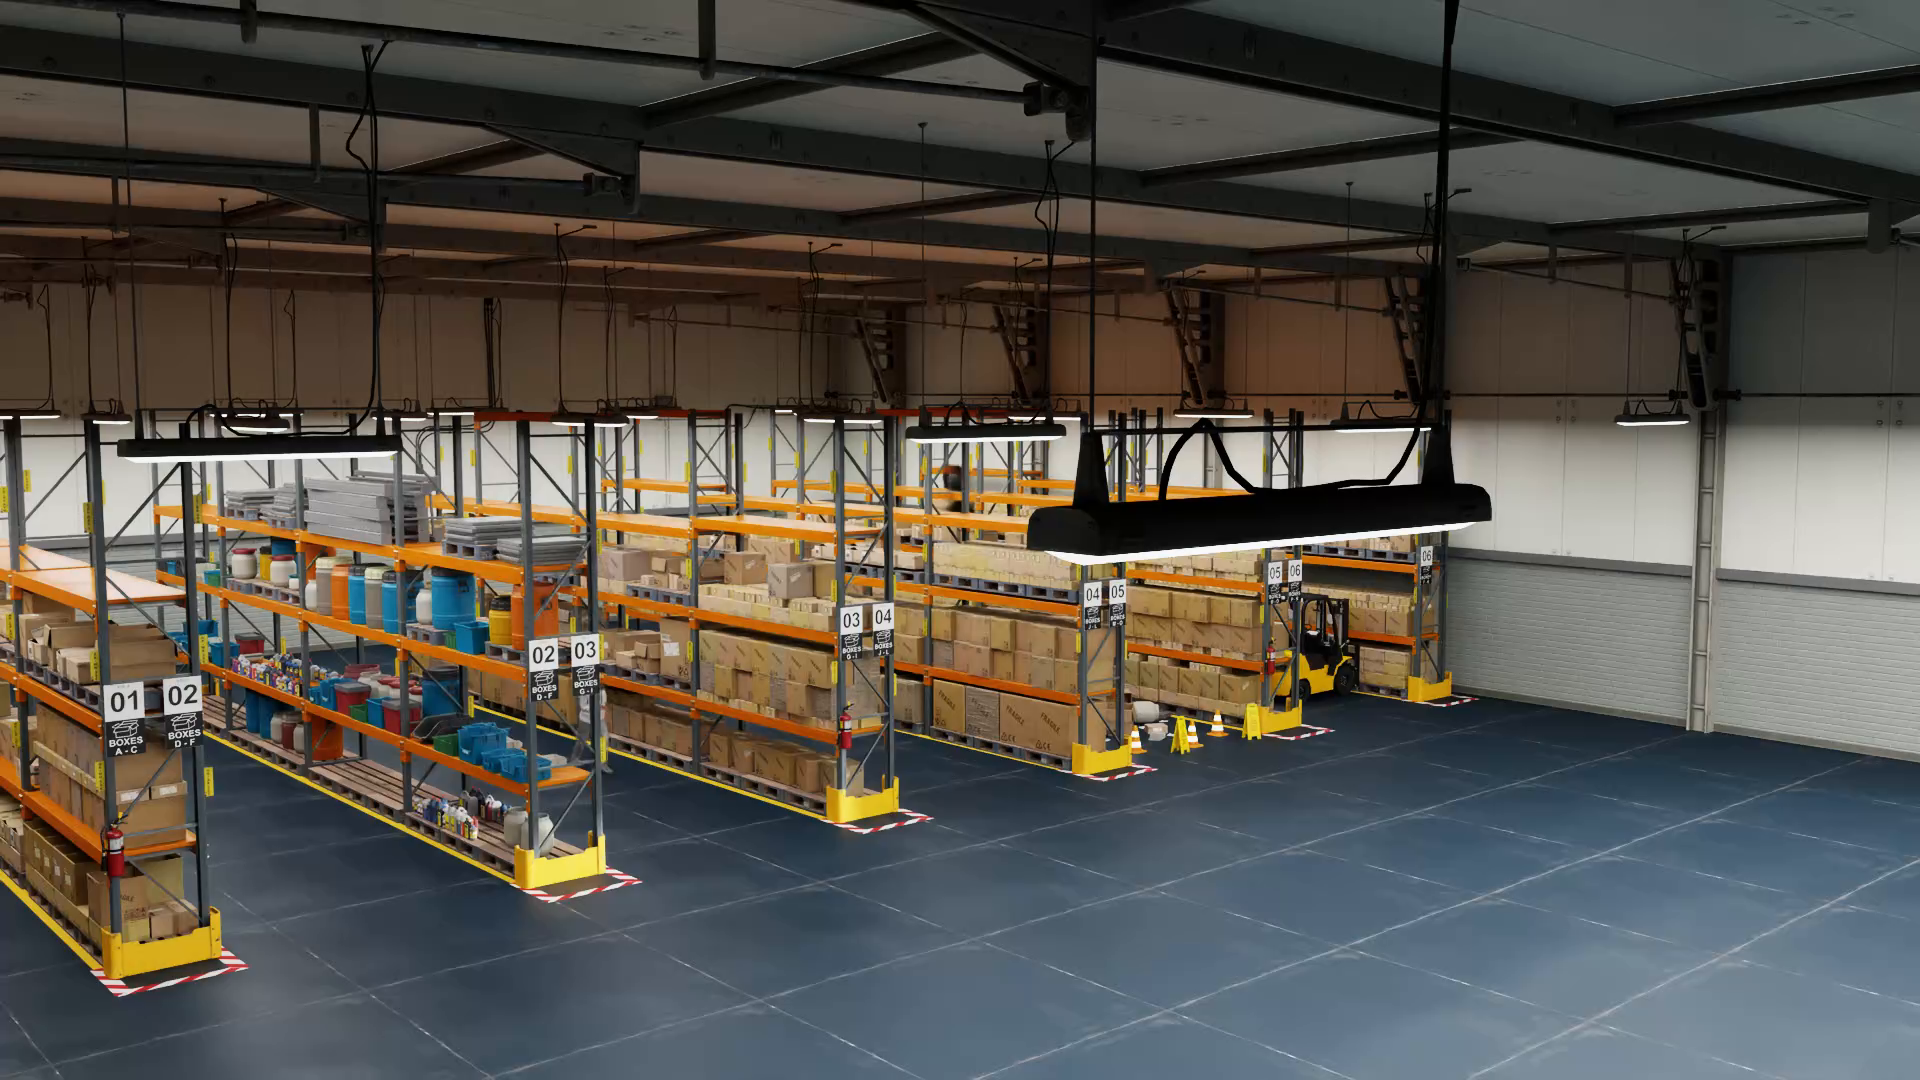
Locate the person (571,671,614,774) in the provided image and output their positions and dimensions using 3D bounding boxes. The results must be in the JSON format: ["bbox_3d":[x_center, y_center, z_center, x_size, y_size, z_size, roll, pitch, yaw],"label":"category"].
[{"bbox_3d":[-6.164,3.019,27.844,0.975,1.748,0.645,5,7,42],"label":"person"}]
